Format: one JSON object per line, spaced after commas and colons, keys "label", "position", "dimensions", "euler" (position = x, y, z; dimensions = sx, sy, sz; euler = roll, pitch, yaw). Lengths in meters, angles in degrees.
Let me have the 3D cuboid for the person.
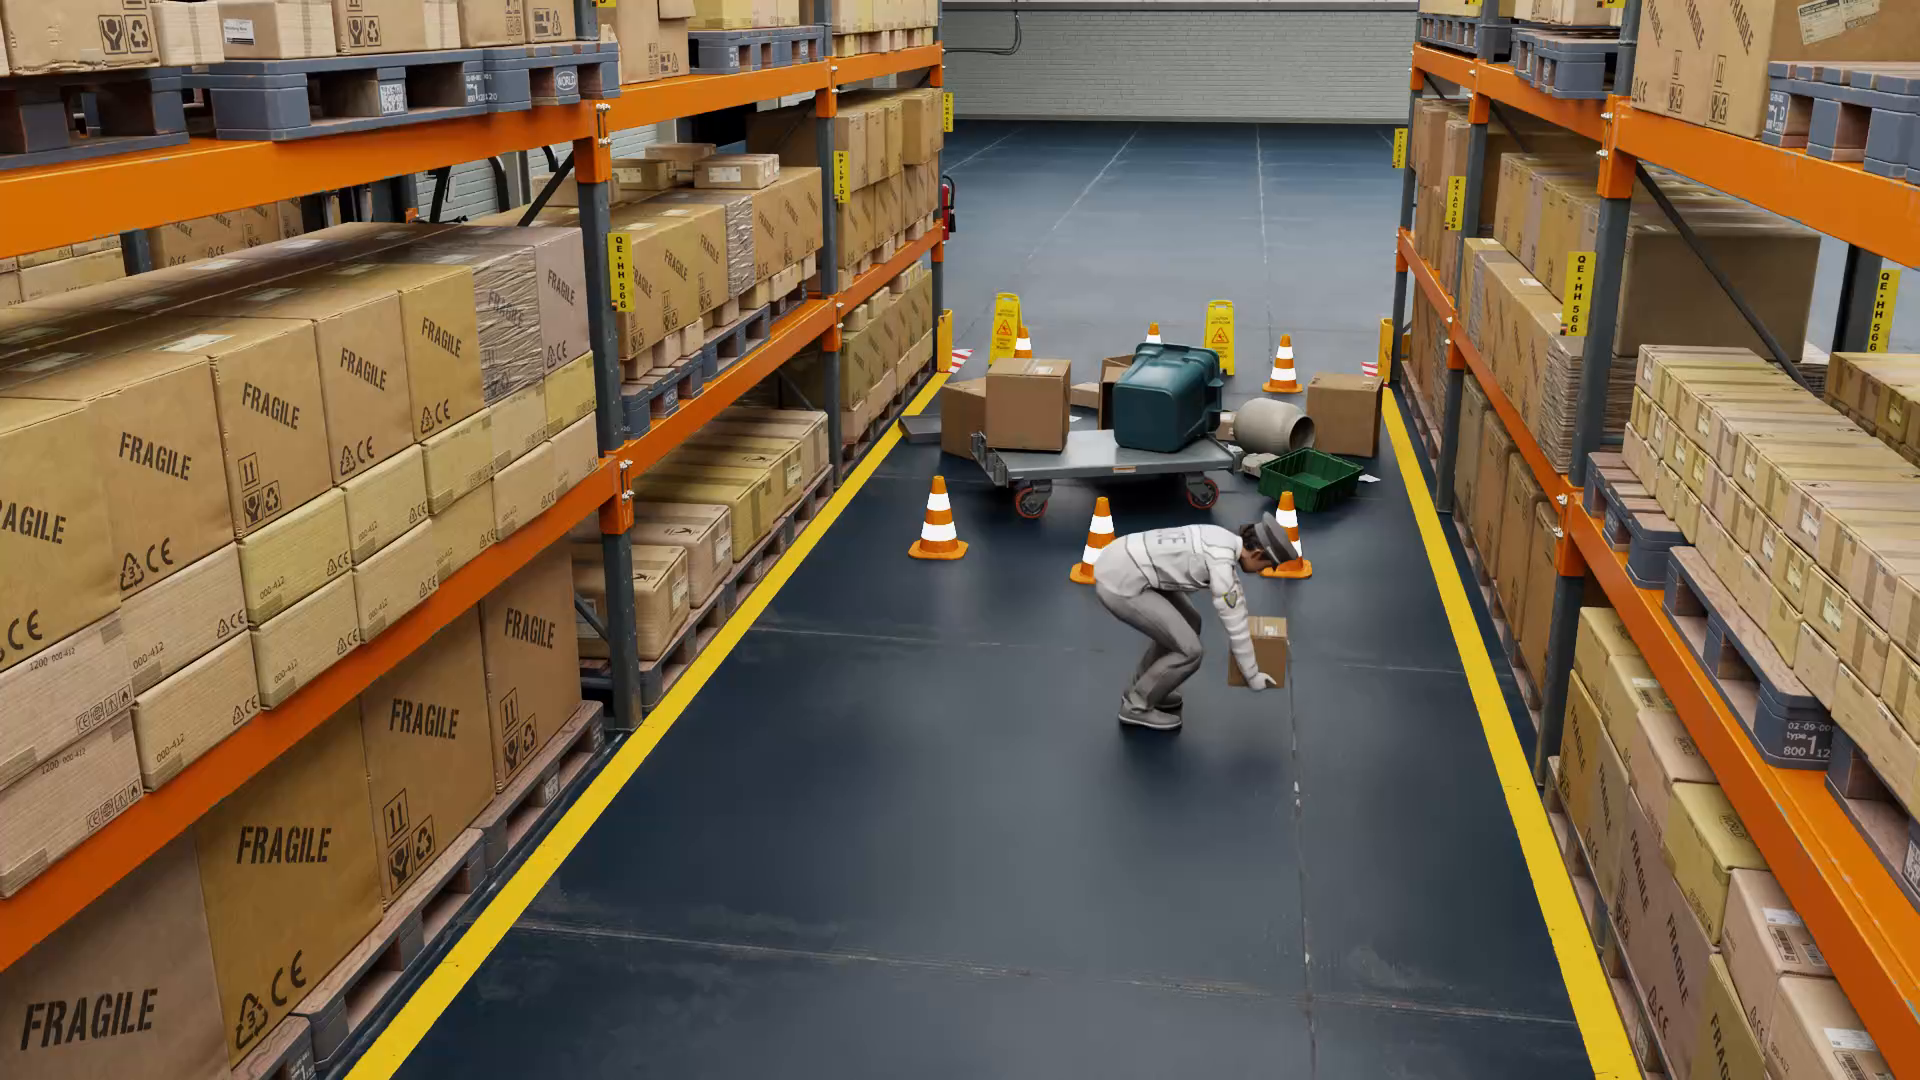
{"label": "person", "position": [1.061, 0.350, 7.571], "dimensions": [0.916, 0.992, 0.466], "euler": [2, 18, 6]}
